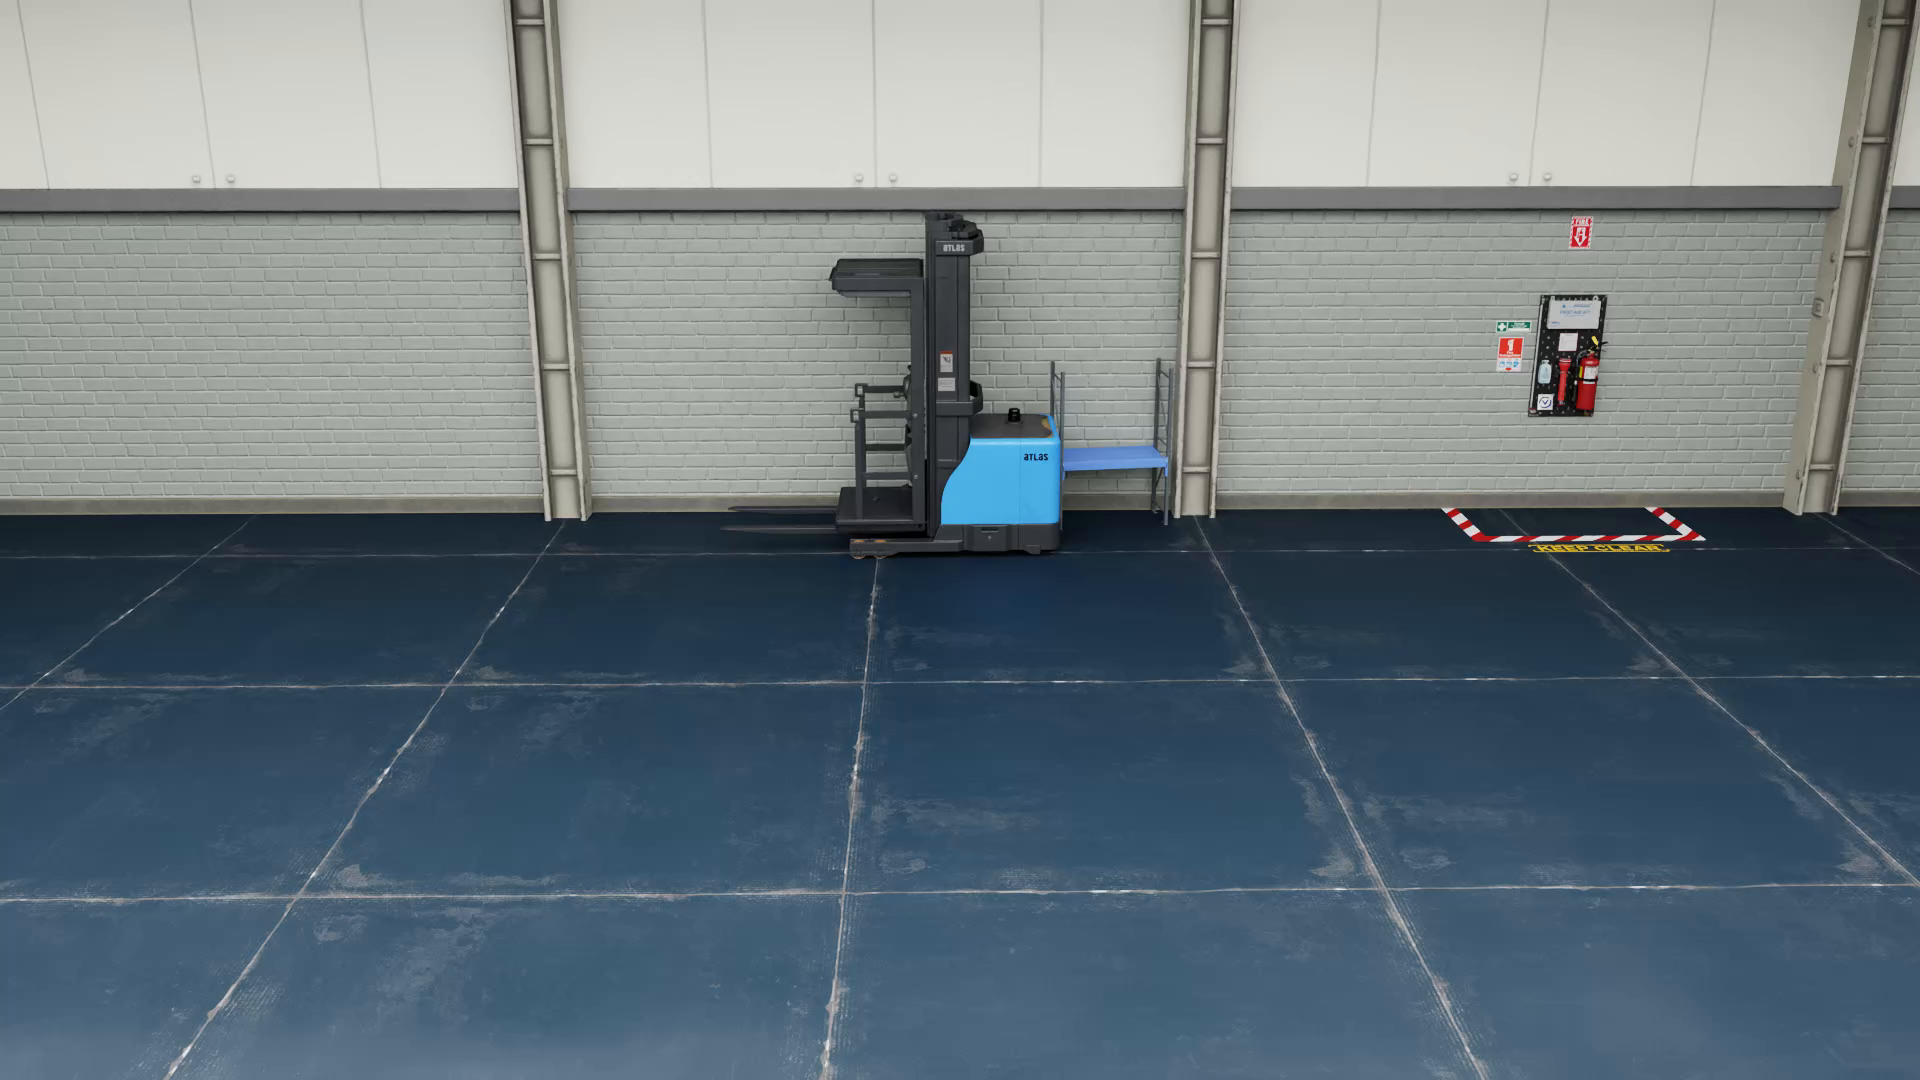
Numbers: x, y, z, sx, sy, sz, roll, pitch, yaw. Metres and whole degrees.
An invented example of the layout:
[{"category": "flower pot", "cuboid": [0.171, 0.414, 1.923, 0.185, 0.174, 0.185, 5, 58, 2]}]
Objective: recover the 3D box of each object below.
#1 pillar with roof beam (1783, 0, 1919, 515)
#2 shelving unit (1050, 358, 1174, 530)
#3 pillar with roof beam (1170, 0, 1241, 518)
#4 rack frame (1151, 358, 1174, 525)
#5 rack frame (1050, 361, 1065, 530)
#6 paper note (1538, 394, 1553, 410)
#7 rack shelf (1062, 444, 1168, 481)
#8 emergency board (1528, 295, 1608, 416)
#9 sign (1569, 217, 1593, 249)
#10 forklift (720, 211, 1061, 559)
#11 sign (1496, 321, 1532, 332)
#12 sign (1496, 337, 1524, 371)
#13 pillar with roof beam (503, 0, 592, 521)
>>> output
[{"category": "pillar with roof beam", "cuboid": [8.312, -3.259, 10.677, 0.400, 9.000, 9.100, 0, 18, -1]}, {"category": "shelving unit", "cuboid": [1.405, -0.907, 15.623, 1.048, 1.500, 0.538, -3, 18, -8]}, {"category": "pillar with roof beam", "cuboid": [2.313, -3.230, 10.586, 0.400, 9.000, 9.100, 0, 18, -1]}, {"category": "rack frame", "cuboid": [1.908, -0.930, 15.694, 0.032, 1.500, 0.500, -3, 18, -8]}, {"category": "rack frame", "cuboid": [0.902, -0.884, 15.551, 0.032, 1.500, 0.500, -3, 18, -8]}, {"category": "paper note", "cuboid": [5.594, -1.317, 15.888, 0.142, 0.148, 0.016, 0, 18, -1]}, {"category": "rack shelf", "cuboid": [1.405, -0.736, 15.677, 1.000, 0.185, 0.538, -3, 18, -8]}, {"category": "emergency board", "cuboid": [5.772, -1.717, 15.691, 0.643, 1.169, 0.194, 0, 18, -1]}, {"category": "sign", "cuboid": [5.763, -2.851, 15.431, 0.199, 0.298, 0.001, 0, 18, -1]}, {"category": "forklift", "cuboid": [-0.630, -1.392, 14.790, 3.031, 2.935, 1.130, 0, 18, -1]}, {"category": "sign", "cuboid": [5.223, -2.012, 15.686, 0.331, 0.109, 0.001, 0, 18, -1]}, {"category": "sign", "cuboid": [5.218, -1.763, 15.775, 0.234, 0.329, 0.001, 0, 18, -1]}, {"category": "pillar with roof beam", "cuboid": [-3.687, -3.201, 10.496, 0.400, 9.000, 9.100, 0, 18, -1]}]
